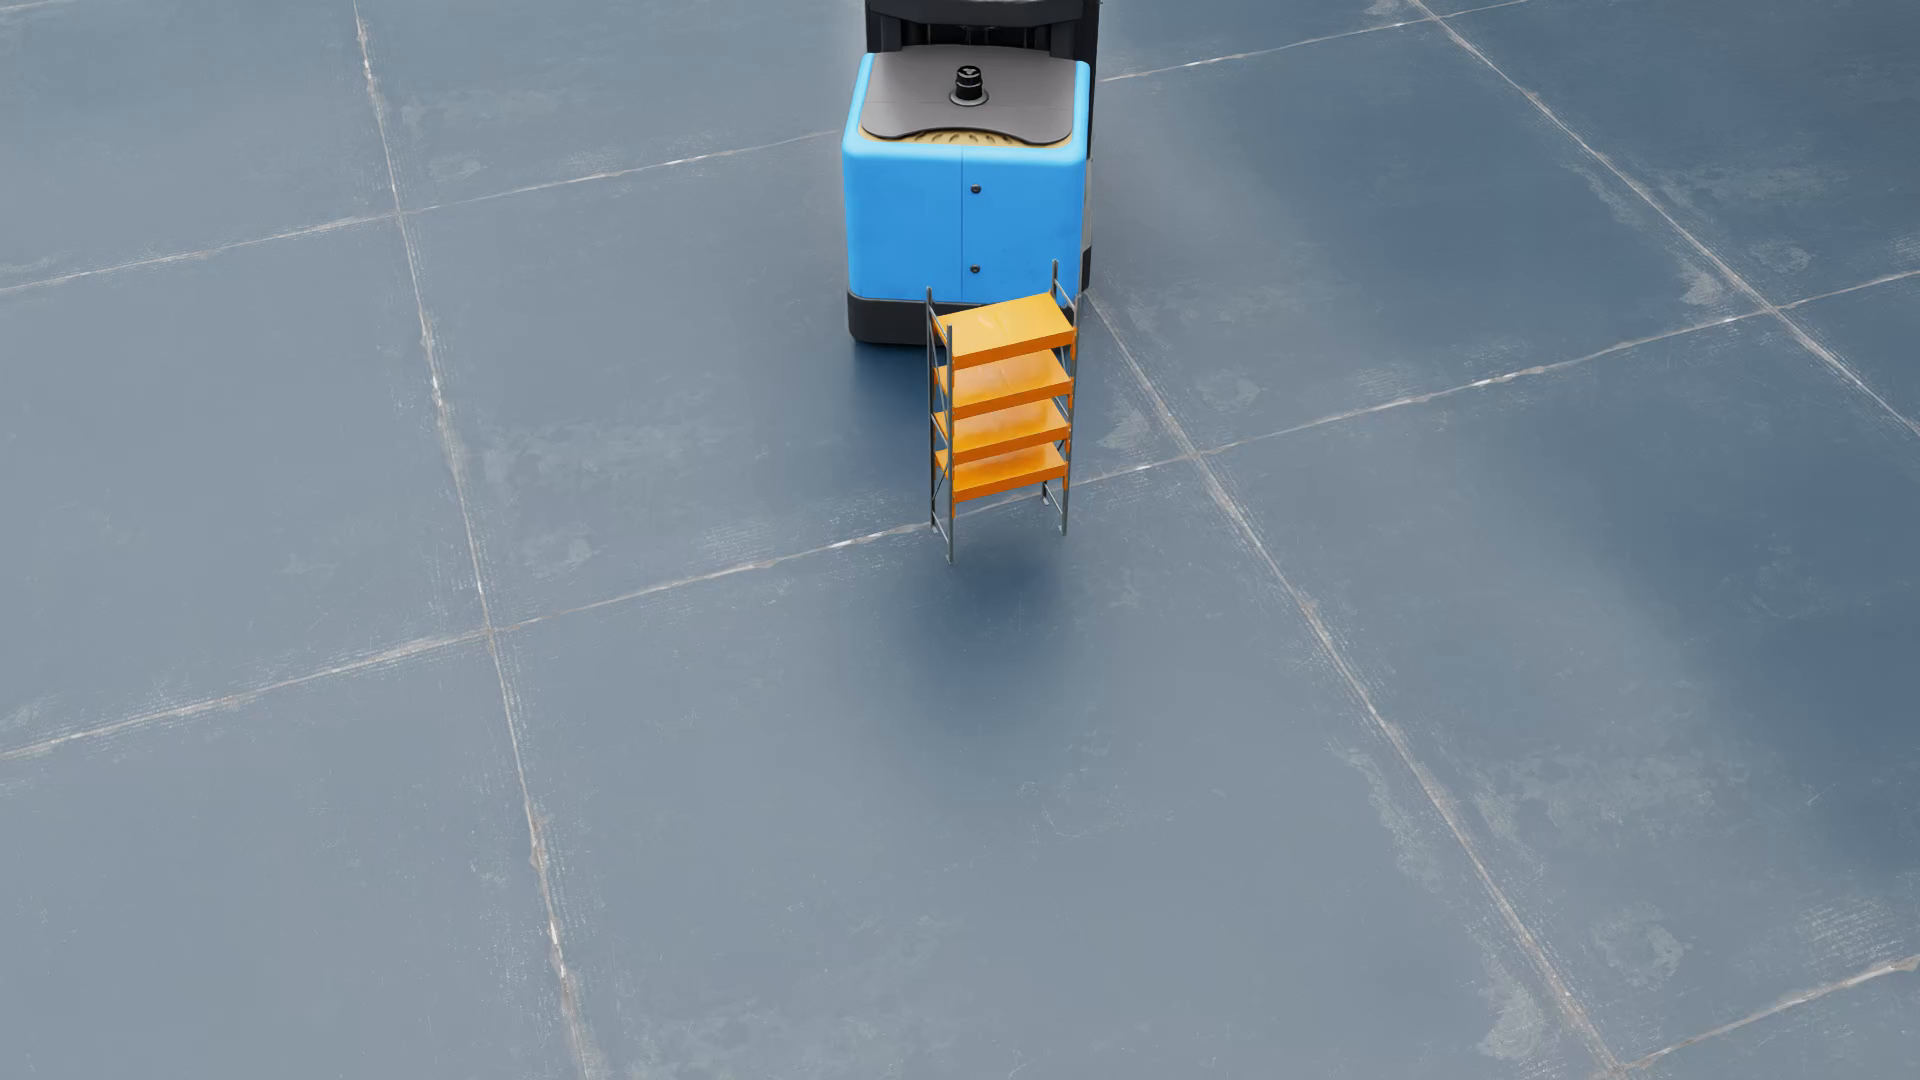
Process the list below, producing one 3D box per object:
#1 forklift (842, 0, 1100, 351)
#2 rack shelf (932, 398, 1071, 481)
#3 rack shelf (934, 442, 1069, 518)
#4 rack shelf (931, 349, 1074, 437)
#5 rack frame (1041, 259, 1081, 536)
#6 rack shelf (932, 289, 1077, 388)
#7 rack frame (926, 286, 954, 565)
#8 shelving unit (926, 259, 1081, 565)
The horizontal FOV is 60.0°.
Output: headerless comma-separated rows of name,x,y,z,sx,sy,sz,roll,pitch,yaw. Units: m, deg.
forklift,0.123,-2.925,7.596,1.130,2.935,3.031,3,45,3
rack shelf,0.156,-0.416,6.412,0.480,0.148,0.258,-14,47,-14
rack shelf,0.156,-0.276,6.553,0.480,0.148,0.258,-14,47,-14
rack shelf,0.156,-0.574,6.254,0.480,0.148,0.258,-14,47,-14
rack frame,0.385,-0.522,6.423,0.015,1.200,0.240,-14,47,-14
rack shelf,0.156,-0.741,6.086,0.480,0.148,0.258,-14,47,-14
rack frame,-0.074,-0.405,6.306,0.015,1.200,0.240,-14,47,-14
shelving unit,0.156,-0.463,6.365,0.503,1.200,0.258,-14,47,-14
